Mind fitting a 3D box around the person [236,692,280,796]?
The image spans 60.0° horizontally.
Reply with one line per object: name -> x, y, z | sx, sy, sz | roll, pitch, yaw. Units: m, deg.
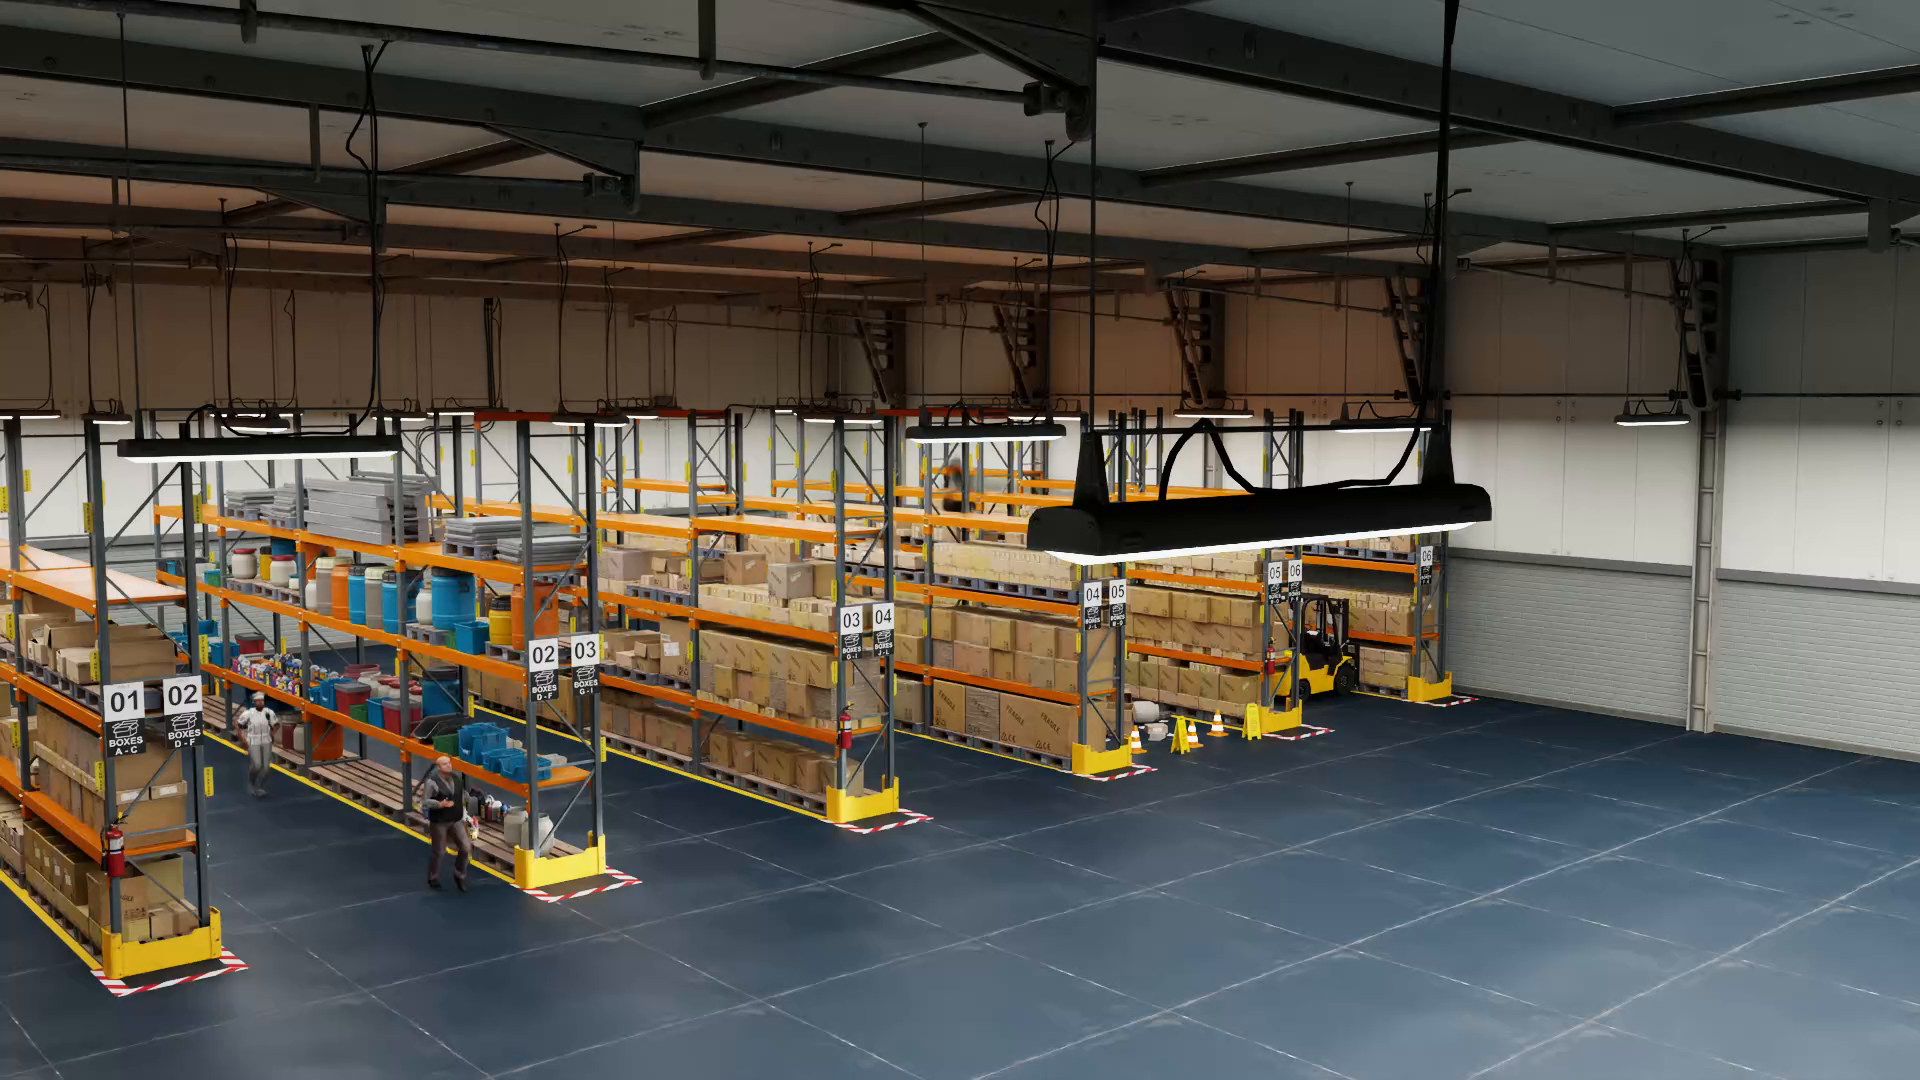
person -> -10.967, 3.197, 26.073 | 0.628, 1.670, 0.536 | -4, 6, -38

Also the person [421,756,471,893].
person -> -6.517, 3.617, 21.134 | 0.682, 1.773, 0.672 | 5, 7, 43
